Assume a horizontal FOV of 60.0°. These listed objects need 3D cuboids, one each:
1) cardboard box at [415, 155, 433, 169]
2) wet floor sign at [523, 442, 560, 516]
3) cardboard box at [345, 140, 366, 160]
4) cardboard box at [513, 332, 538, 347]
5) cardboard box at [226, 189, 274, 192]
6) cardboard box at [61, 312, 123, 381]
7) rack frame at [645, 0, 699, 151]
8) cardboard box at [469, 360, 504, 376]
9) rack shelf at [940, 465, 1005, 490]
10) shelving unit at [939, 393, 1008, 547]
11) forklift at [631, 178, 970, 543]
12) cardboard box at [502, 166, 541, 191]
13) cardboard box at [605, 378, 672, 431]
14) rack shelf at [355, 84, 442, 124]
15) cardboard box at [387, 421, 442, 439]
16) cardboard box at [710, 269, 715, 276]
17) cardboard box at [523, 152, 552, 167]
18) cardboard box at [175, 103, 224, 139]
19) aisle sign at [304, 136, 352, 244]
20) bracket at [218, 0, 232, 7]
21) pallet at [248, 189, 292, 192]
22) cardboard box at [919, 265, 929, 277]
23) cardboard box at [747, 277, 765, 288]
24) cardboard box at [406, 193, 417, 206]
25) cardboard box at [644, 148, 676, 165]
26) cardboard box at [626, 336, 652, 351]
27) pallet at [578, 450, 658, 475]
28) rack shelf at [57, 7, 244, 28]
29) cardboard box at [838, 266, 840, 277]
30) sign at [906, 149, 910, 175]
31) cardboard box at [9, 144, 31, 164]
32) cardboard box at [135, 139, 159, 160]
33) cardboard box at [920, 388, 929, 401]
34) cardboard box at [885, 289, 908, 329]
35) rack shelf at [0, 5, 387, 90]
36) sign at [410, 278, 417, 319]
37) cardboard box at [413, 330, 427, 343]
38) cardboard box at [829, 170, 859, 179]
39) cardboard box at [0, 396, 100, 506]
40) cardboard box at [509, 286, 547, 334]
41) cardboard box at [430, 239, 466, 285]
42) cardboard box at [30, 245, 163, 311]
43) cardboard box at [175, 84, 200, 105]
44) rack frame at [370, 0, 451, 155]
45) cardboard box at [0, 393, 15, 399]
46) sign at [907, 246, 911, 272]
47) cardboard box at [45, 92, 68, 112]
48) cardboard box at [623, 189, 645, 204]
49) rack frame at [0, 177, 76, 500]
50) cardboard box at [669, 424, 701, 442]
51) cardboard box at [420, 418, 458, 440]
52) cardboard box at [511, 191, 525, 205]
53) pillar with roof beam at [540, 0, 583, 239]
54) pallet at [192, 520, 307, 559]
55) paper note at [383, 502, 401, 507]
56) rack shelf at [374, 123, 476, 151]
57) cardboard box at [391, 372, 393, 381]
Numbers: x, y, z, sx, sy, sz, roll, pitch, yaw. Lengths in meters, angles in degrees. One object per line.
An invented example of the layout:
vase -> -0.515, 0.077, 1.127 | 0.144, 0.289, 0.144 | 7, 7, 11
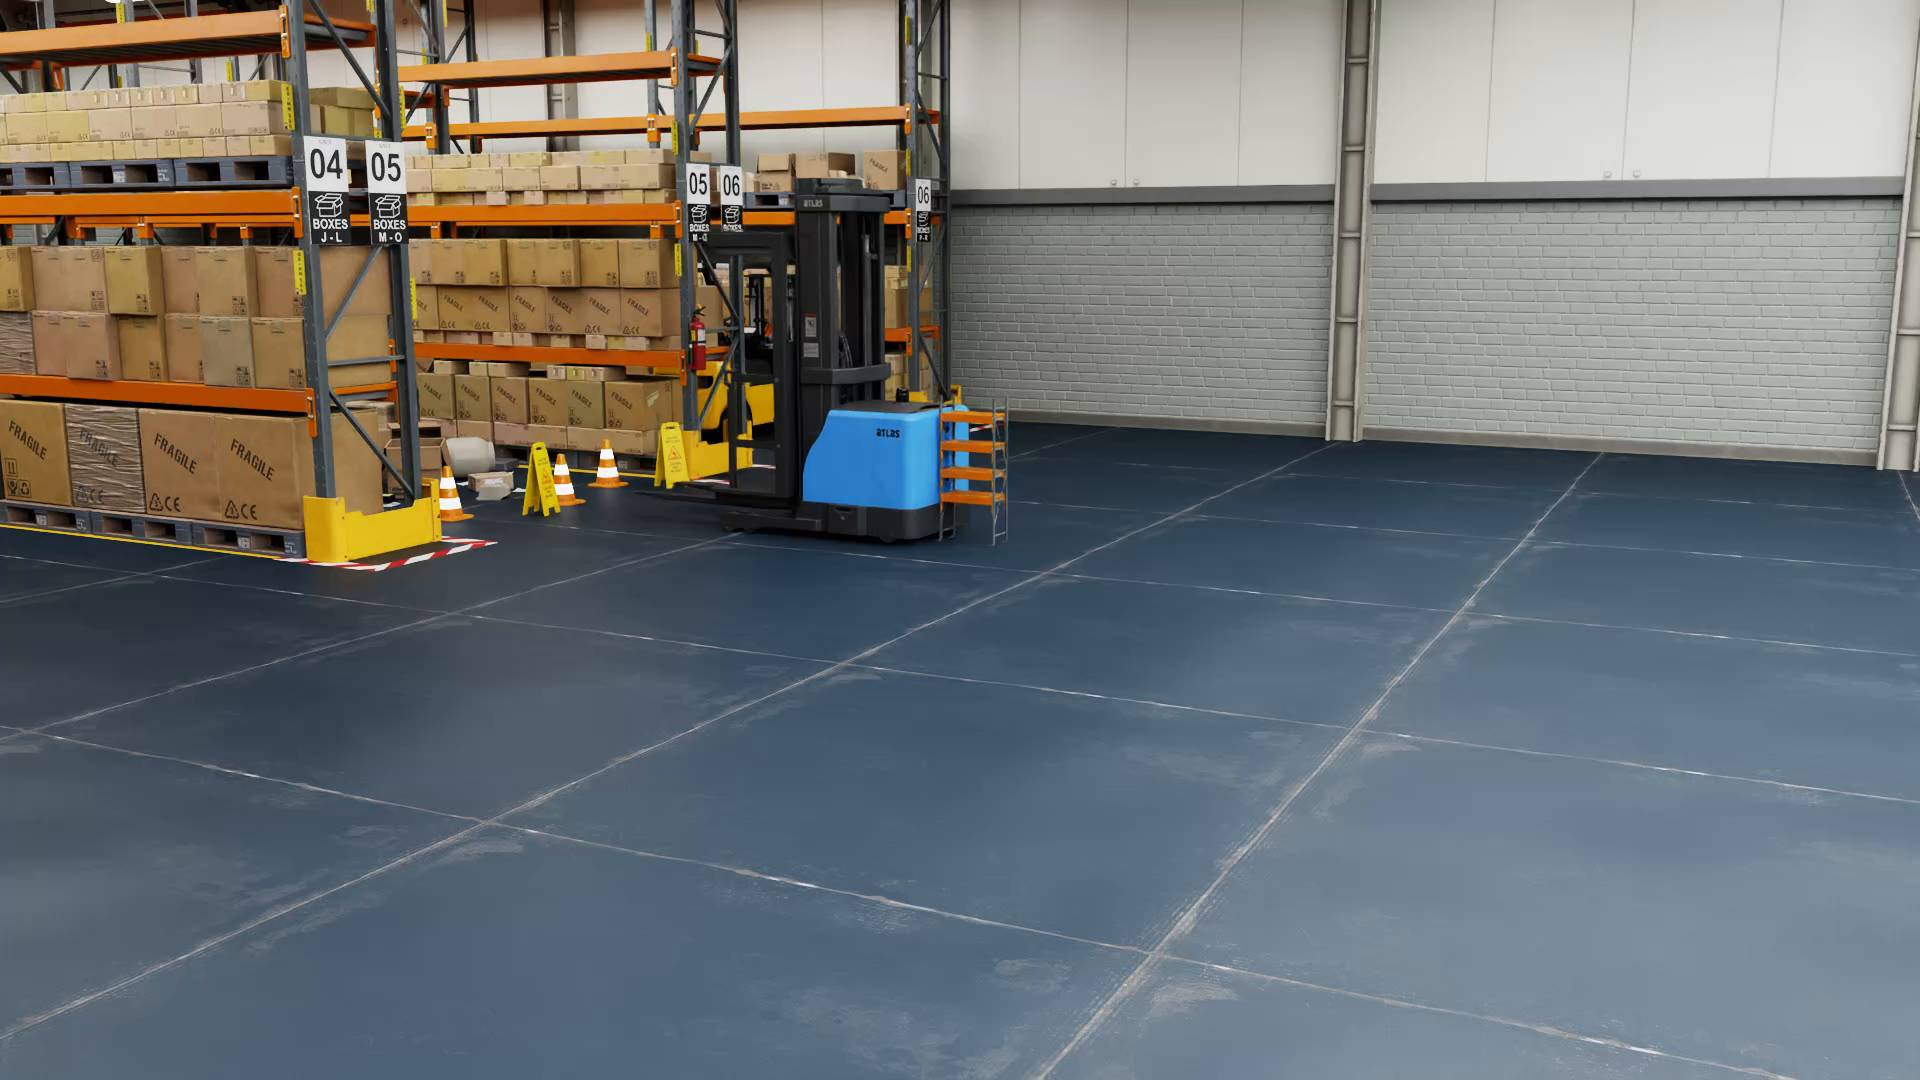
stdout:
cardboard box -> -5.795, -4.168, 18.381 | 0.250, 0.149, 0.380 | 5, 12, 28
wet floor sign -> -3.789, -0.558, 15.000 | 0.232, 0.644, 0.267 | 3, 11, 16
cardboard box -> -4.857, -3.089, 13.196 | 0.250, 0.149, 0.380 | 5, 11, 26
cardboard box -> -4.657, -2.199, 18.161 | 0.250, 0.149, 0.380 | 5, 11, 26
cardboard box -> -8.385, -4.242, 20.035 | 0.637, 0.503, 0.797 | 5, 11, 26
cardboard box -> -7.007, -1.663, 14.075 | 0.550, 0.550, 0.875 | 5, 11, 26
rack frame -> -3.986, -6.261, 23.057 | 0.127, 3.000, 1.000 | 5, 11, 26
cardboard box -> -5.222, -1.909, 18.467 | 0.250, 0.149, 0.380 | 6, 12, 28
rack shelf -> 0.110, -0.511, 13.560 | 0.480, 0.148, 0.258 | 6, 12, 28
shelving unit -> 0.110, -0.577, 13.548 | 0.503, 1.200, 0.258 | 6, 12, 28
forklift -> -1.455, -1.580, 14.229 | 3.031, 2.935, 1.130 | 6, 12, 28
cardboard box -> -4.542, -3.866, 17.832 | 0.500, 0.250, 0.500 | 5, 11, 26
cardboard box -> -3.426, -1.445, 17.727 | 0.500, 0.500, 0.500 | 5, 11, 26
rack shelf -> -7.972, -5.075, 19.645 | 4.000, 0.370, 1.077 | 5, 11, 26
cardboard box -> -5.820, -0.985, 17.764 | 0.500, 0.500, 0.500 | -4, 11, -23
cardboard box -> -3.324, -3.726, 22.960 | 0.250, 0.149, 0.380 | 5, 11, 25
cardboard box -> -4.416, -4.041, 17.676 | 0.250, 0.149, 0.380 | 5, 12, 27
cardboard box -> -5.702, -3.240, 12.914 | 0.500, 0.250, 0.500 | 5, 11, 26
aisle sign -> -4.760, -2.628, 12.528 | 0.004, 0.787, 0.394 | 5, 11, 26
bracket -> -11.915, -8.837, 27.185 | 0.430, 0.232, 0.235 | 5, 11, 26
pallet -> -7.617, -4.046, 19.770 | 1.003, 0.211, 1.213 | 5, 11, 26
cardboard box -> -0.605, -3.569, 22.091 | 0.250, 0.149, 0.380 | 5, 11, 25
cardboard box -> -2.681, -3.505, 22.571 | 0.250, 0.149, 0.380 | 5, 11, 24
cardboard box -> -6.006, -3.804, 18.608 | 0.250, 0.149, 0.380 | 5, 11, 25
cardboard box -> -3.026, -3.925, 17.038 | 0.250, 0.149, 0.380 | 5, 11, 26
cardboard box -> -3.298, -2.075, 17.476 | 0.250, 0.149, 0.380 | 5, 11, 25
pallet -> -3.373, -0.904, 18.134 | 1.213, 0.211, 1.003 | 5, 11, 26
rack shelf -> -12.954, -8.330, 27.179 | 4.000, 0.370, 1.077 | 5, 11, 26
cardboard box -> -1.485, -3.565, 22.070 | 0.250, 0.149, 0.380 | 5, 11, 26
sign -> -0.651, -4.781, 21.038 | 0.005, 0.325, 0.100 | 5, 11, 26
cardboard box -> -7.646, -3.203, 13.826 | 0.250, 0.149, 0.380 | 5, 11, 26
cardboard box -> -6.279, -3.083, 13.164 | 0.250, 0.149, 0.380 | 5, 11, 26
cardboard box -> -0.753, -1.917, 22.443 | 0.500, 0.250, 0.500 | 5, 11, 26
cardboard box -> -0.956, -3.040, 21.823 | 0.500, 0.500, 0.500 | 5, 11, 25
rack shelf -> -6.485, -3.961, 13.492 | 4.000, 0.370, 1.077 | 5, 11, 26
sign -> -4.440, -1.955, 13.458 | 0.005, 0.325, 0.100 | 5, 11, 26
cardboard box -> -6.038, -2.316, 18.811 | 0.250, 0.149, 0.380 | 5, 11, 26
cardboard box -> -1.504, -4.696, 21.751 | 0.258, 0.266, 0.396 | 5, 11, 26
cardboard box -> -7.745, -0.818, 14.613 | 0.875, 0.875, 0.875 | 5, 11, 27
cardboard box -> -4.541, -2.518, 18.106 | 0.500, 0.500, 0.500 | 5, 11, 26
cardboard box -> -5.432, -3.090, 18.460 | 0.500, 0.500, 0.700 | 5, 11, 26
cardboard box -> -7.418, -2.263, 14.360 | 0.550, 0.550, 0.875 | 5, 11, 26
cardboard box -> -5.830, -3.435, 12.873 | 0.250, 0.149, 0.380 | 5, 12, 27
rack frame -> -6.179, -5.468, 18.675 | 0.127, 3.000, 1.000 | 5, 11, 26
cardboard box -> -12.762, -2.271, 22.645 | 0.875, 0.875, 0.875 | 5, 12, 28
sign -> -0.651, -3.595, 21.252 | 0.005, 0.325, 0.100 | 5, 11, 26
cardboard box -> -7.187, -3.555, 13.534 | 0.250, 0.149, 0.380 | 5, 11, 26
cardboard box -> -3.273, -3.551, 17.211 | 0.250, 0.149, 0.380 | 5, 11, 26
rack frame -> -8.278, -1.717, 14.797 | 0.127, 3.000, 1.000 | 5, 11, 26
cardboard box -> -3.193, -1.162, 18.270 | 0.500, 0.250, 0.500 | 5, 11, 25
cardboard box -> -5.769, -1.280, 18.921 | 0.500, 0.250, 0.500 | 4, 11, 23
cardboard box -> -4.623, -3.683, 17.939 | 0.250, 0.149, 0.380 | 5, 11, 26
pillar with roof beam -> -7.910, -5.930, 21.227 | 0.400, 9.000, 9.100 | 5, 11, 26
pallet -> -5.443, -0.081, 13.583 | 1.213, 0.211, 1.003 | 5, 11, 26
paper note -> -5.309, -0.332, 15.483 | 0.144, 0.017, 0.142 | -10, 14, -43
rack shelf -> -9.367, -6.183, 25.769 | 4.000, 0.370, 1.077 | 5, 11, 26
cardboard box -> -8.492, -2.641, 25.739 | 0.500, 0.500, 0.500 | 5, 11, 25
